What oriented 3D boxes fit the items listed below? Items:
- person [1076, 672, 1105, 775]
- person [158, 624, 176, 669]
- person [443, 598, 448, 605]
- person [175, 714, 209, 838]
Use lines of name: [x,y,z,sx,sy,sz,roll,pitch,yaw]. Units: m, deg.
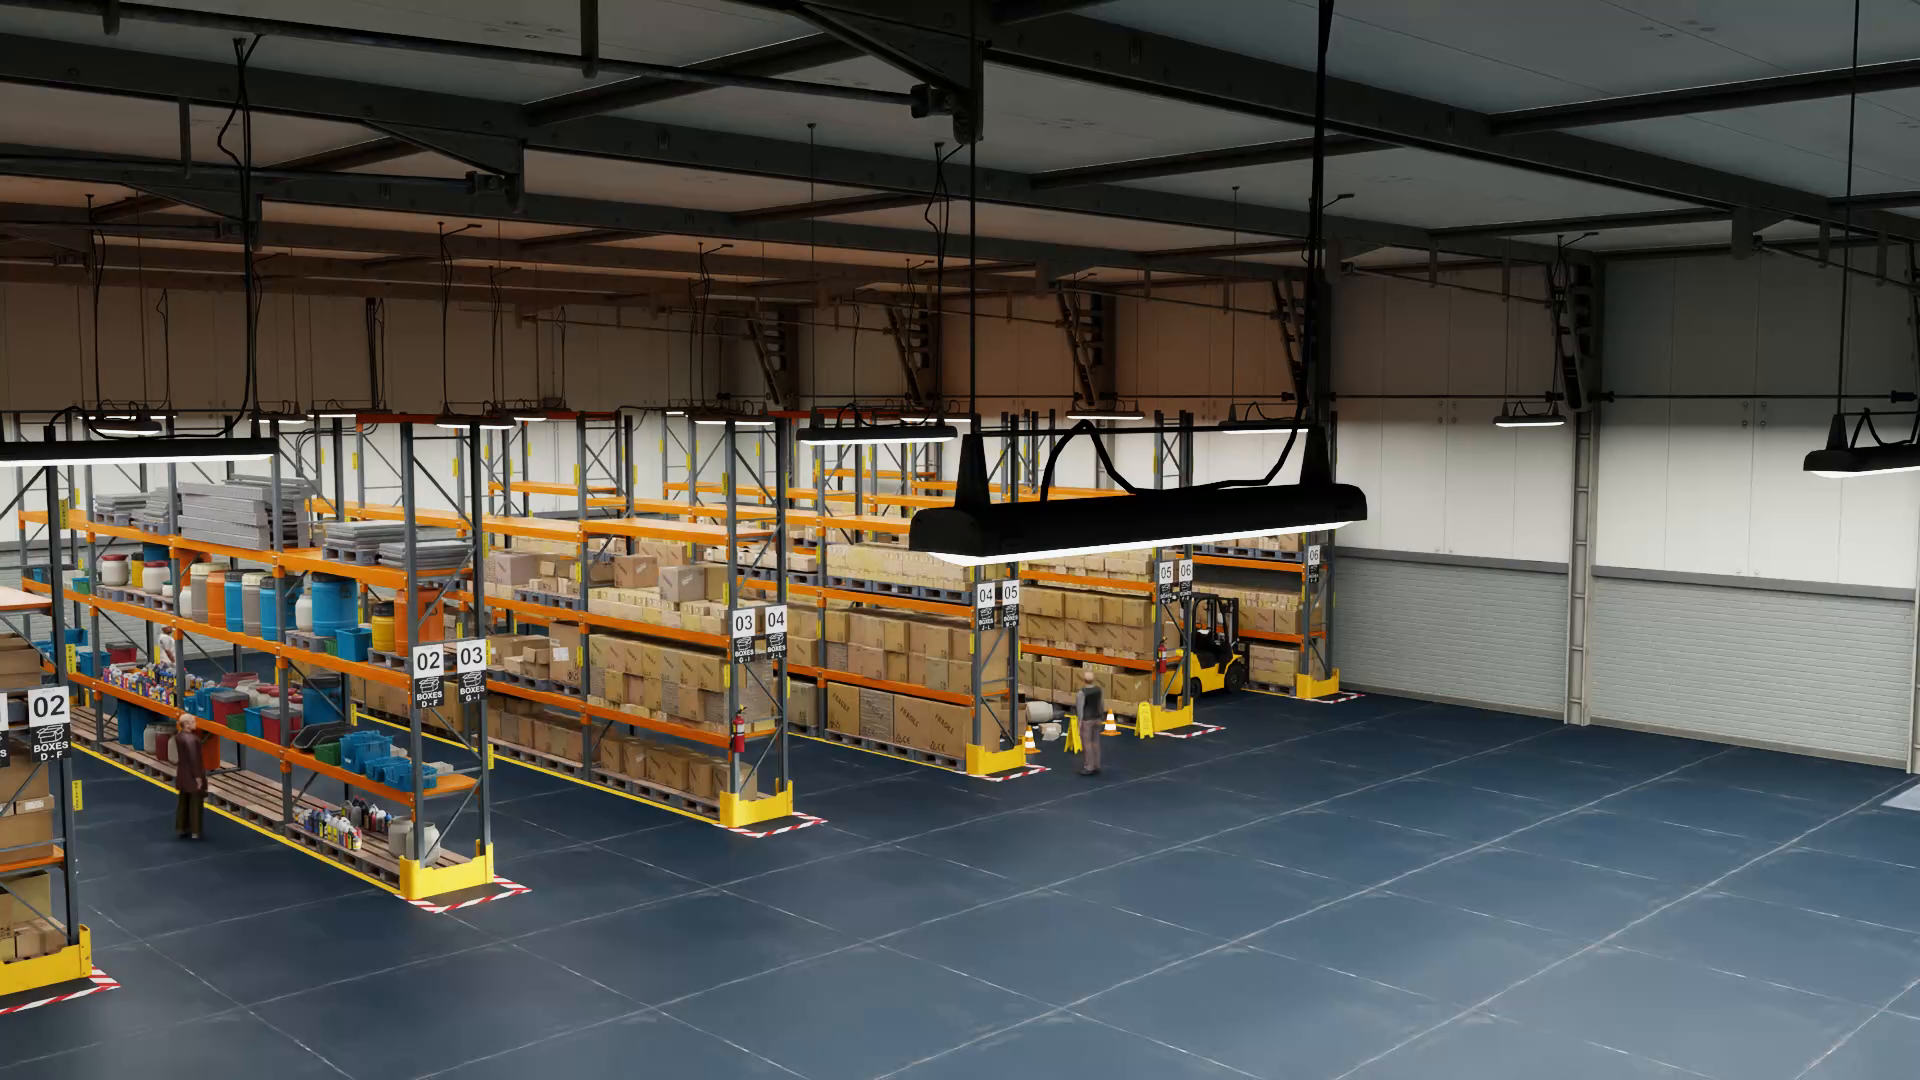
person: [2.175,3.064,27.852,0.559,1.750,0.387,-3,6,-33]
person: [-16.035,2.530,33.724,0.600,1.842,0.486,3,6,33]
person: [-11.987,2.137,38.650,0.473,1.661,0.629,-3,6,-27]
person: [-11.019,3.367,23.836,0.611,1.792,0.418,3,6,30]
